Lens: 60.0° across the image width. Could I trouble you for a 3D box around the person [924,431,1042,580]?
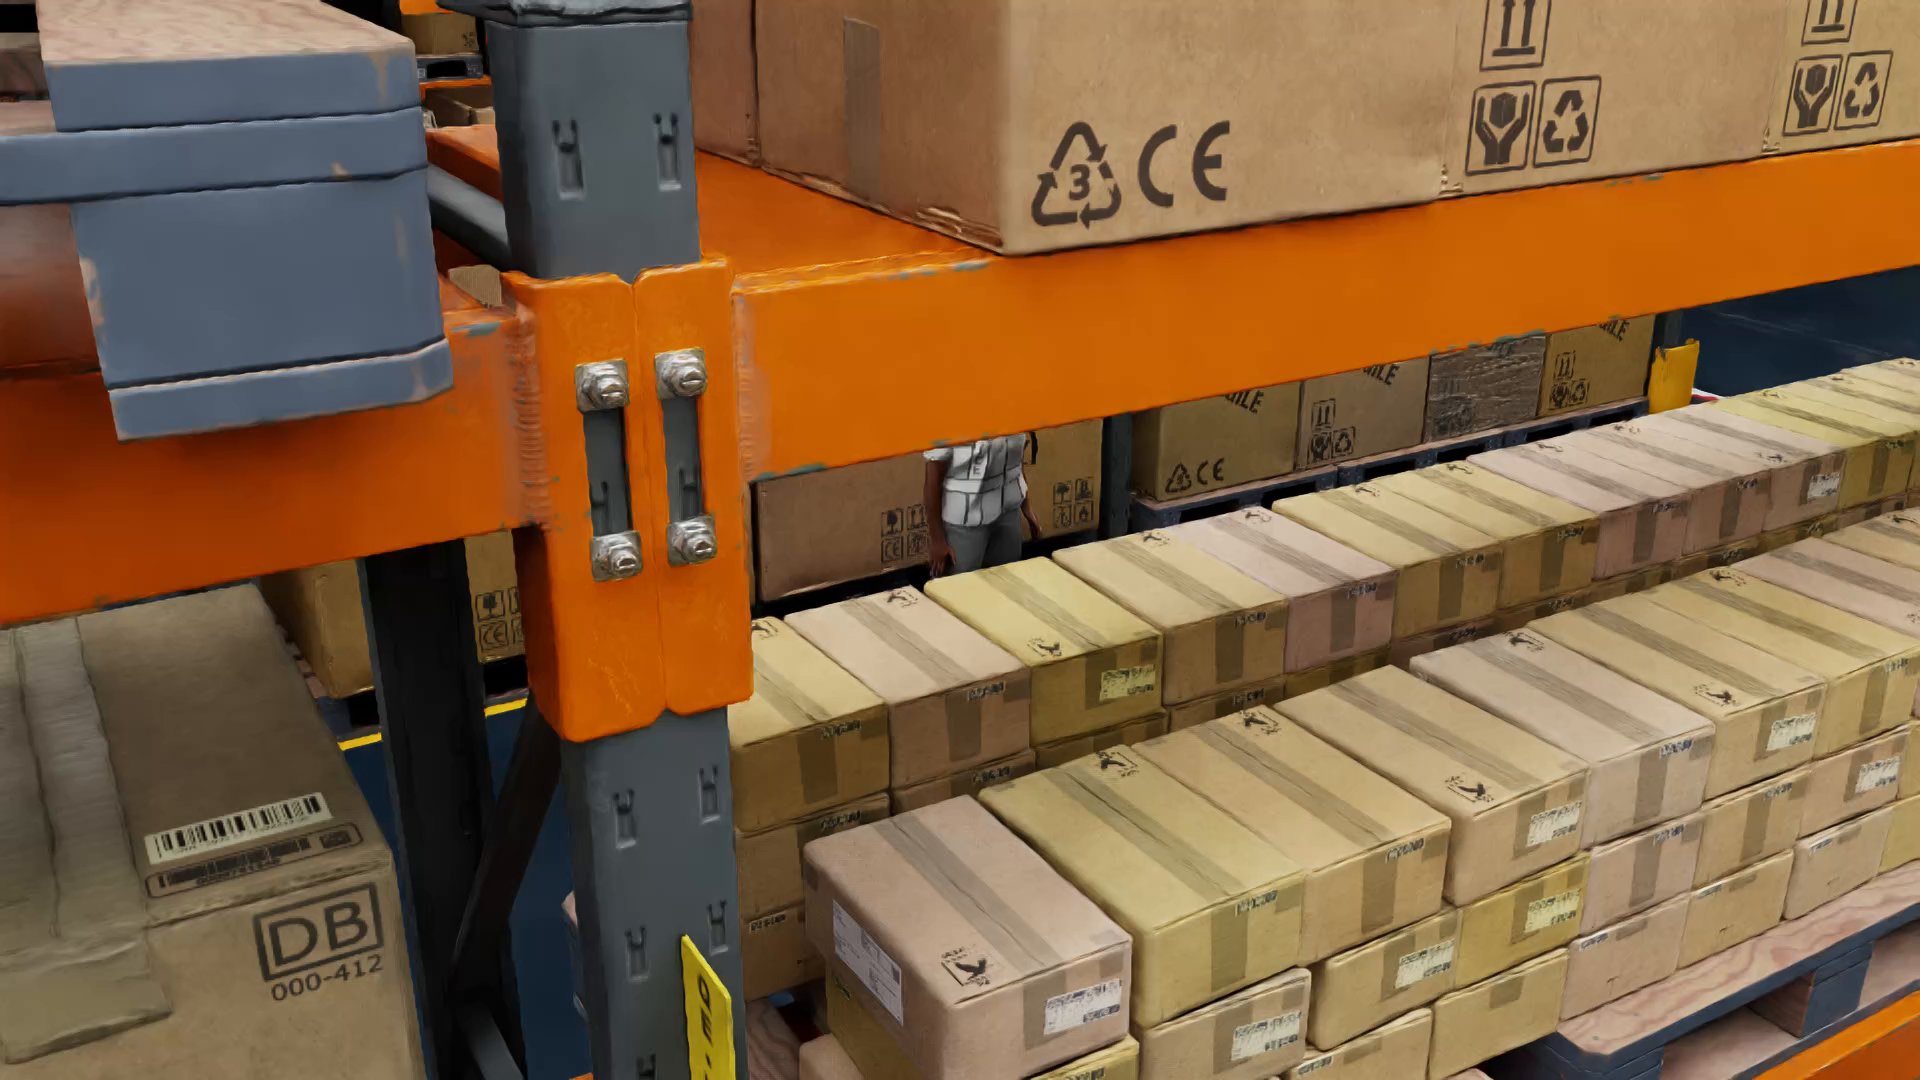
[{"bbox_3d":[0.068,-0.082,6.210,0.364,1.691,0.502,19,29,39],"label":"person"}]
